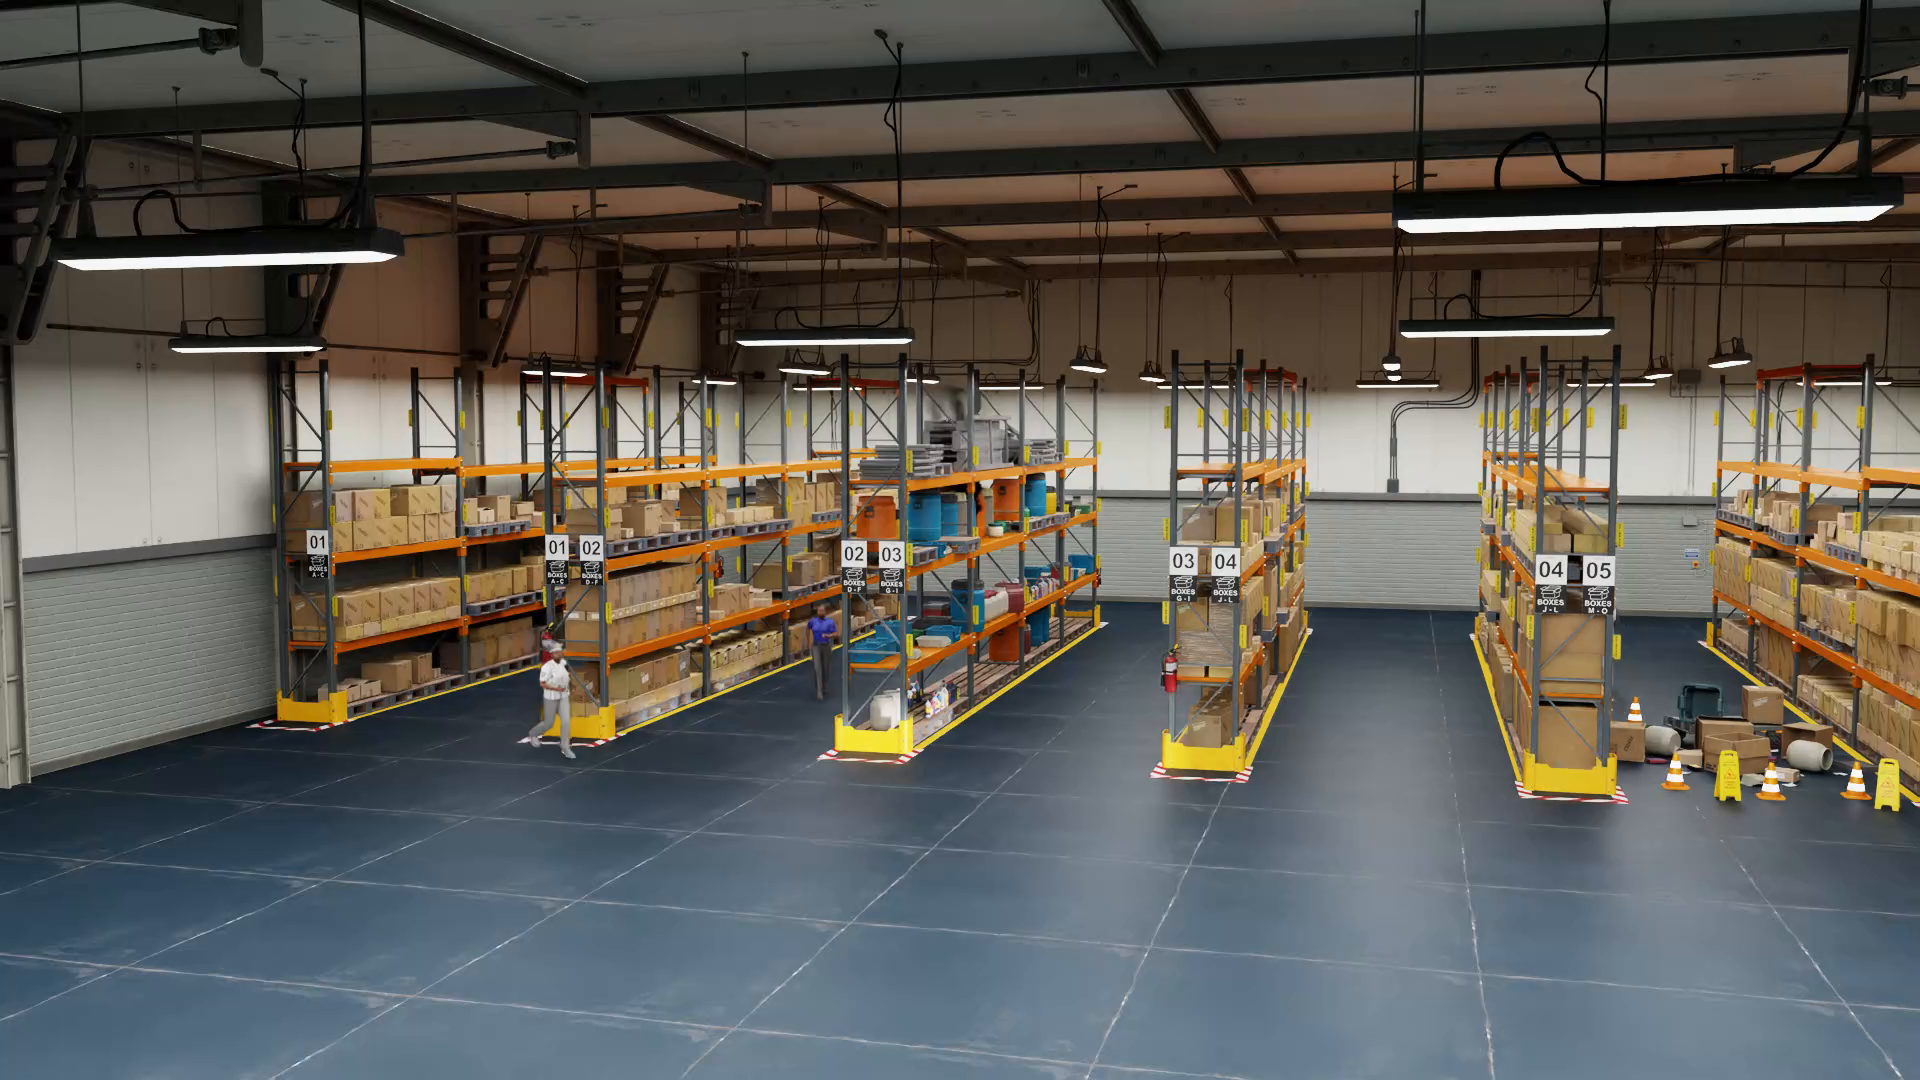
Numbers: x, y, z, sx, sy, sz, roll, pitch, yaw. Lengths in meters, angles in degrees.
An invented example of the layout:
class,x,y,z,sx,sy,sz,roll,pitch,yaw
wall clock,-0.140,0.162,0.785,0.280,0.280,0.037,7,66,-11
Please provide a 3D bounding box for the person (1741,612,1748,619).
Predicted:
class,x,y,z,sx,sy,sz,roll,pitch,yaw
person,18.037,1.426,37.731,0.574,1.724,0.653,0,4,4

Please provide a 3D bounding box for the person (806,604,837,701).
class,x,y,z,sx,sy,sz,roll,pitch,yaw
person,-2.496,1.996,30.041,0.559,1.683,0.882,0,4,-6

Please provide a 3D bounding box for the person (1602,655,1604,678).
class,x,y,z,sx,sy,sz,roll,pitch,yaw
person,12.191,1.835,31.935,0.658,1.741,0.680,0,4,4

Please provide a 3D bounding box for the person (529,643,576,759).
class,x,y,z,sx,sy,sz,roll,pitch,yaw
person,-6.065,2.375,24.883,0.914,1.710,0.588,4,6,43
